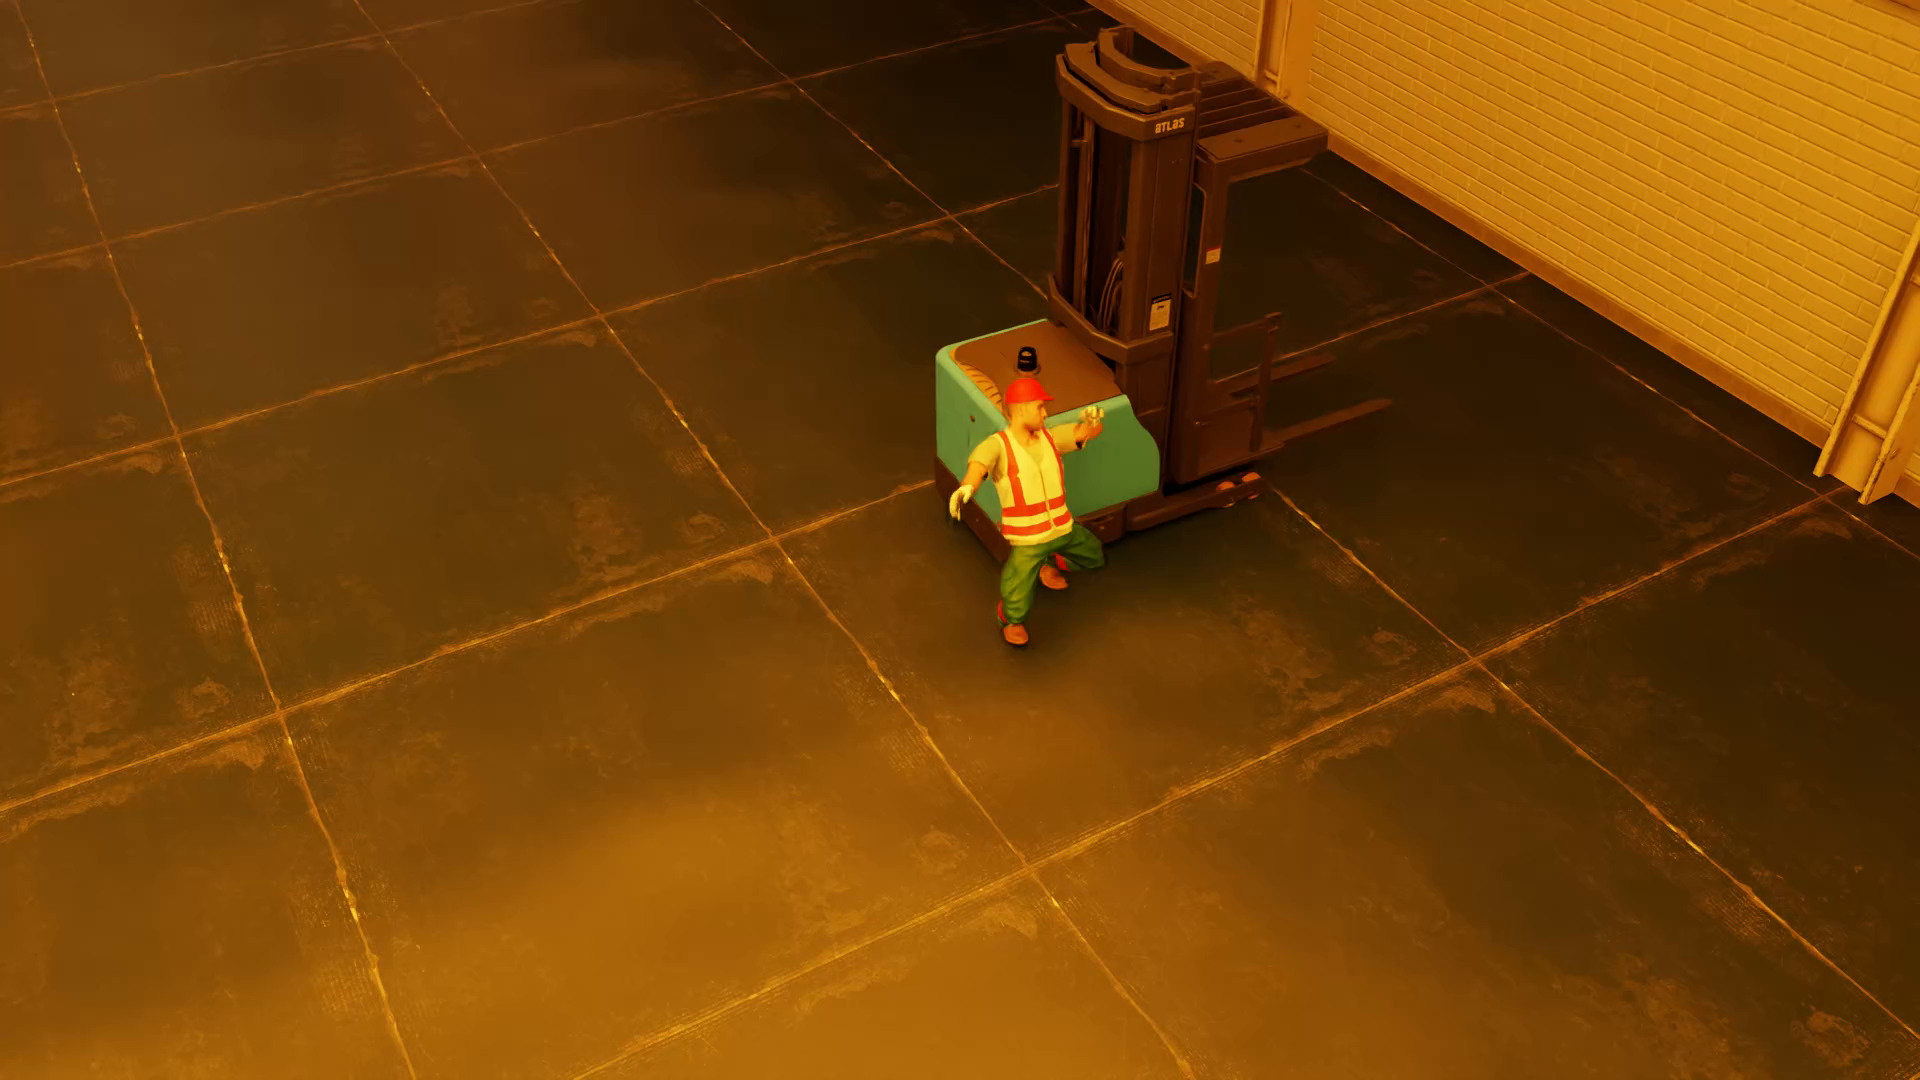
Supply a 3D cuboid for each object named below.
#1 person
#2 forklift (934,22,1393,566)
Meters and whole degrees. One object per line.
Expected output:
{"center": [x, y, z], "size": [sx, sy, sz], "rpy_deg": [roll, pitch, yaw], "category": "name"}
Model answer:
{"center": [0.262, -0.096, 9.142], "size": [1.079, 1.602, 0.694], "rpy_deg": [-27, 47, -29], "category": "person"}
{"center": [1.388, -1.618, 9.987], "size": [3.031, 2.935, 1.130], "rpy_deg": [-18, 43, -21], "category": "forklift"}
